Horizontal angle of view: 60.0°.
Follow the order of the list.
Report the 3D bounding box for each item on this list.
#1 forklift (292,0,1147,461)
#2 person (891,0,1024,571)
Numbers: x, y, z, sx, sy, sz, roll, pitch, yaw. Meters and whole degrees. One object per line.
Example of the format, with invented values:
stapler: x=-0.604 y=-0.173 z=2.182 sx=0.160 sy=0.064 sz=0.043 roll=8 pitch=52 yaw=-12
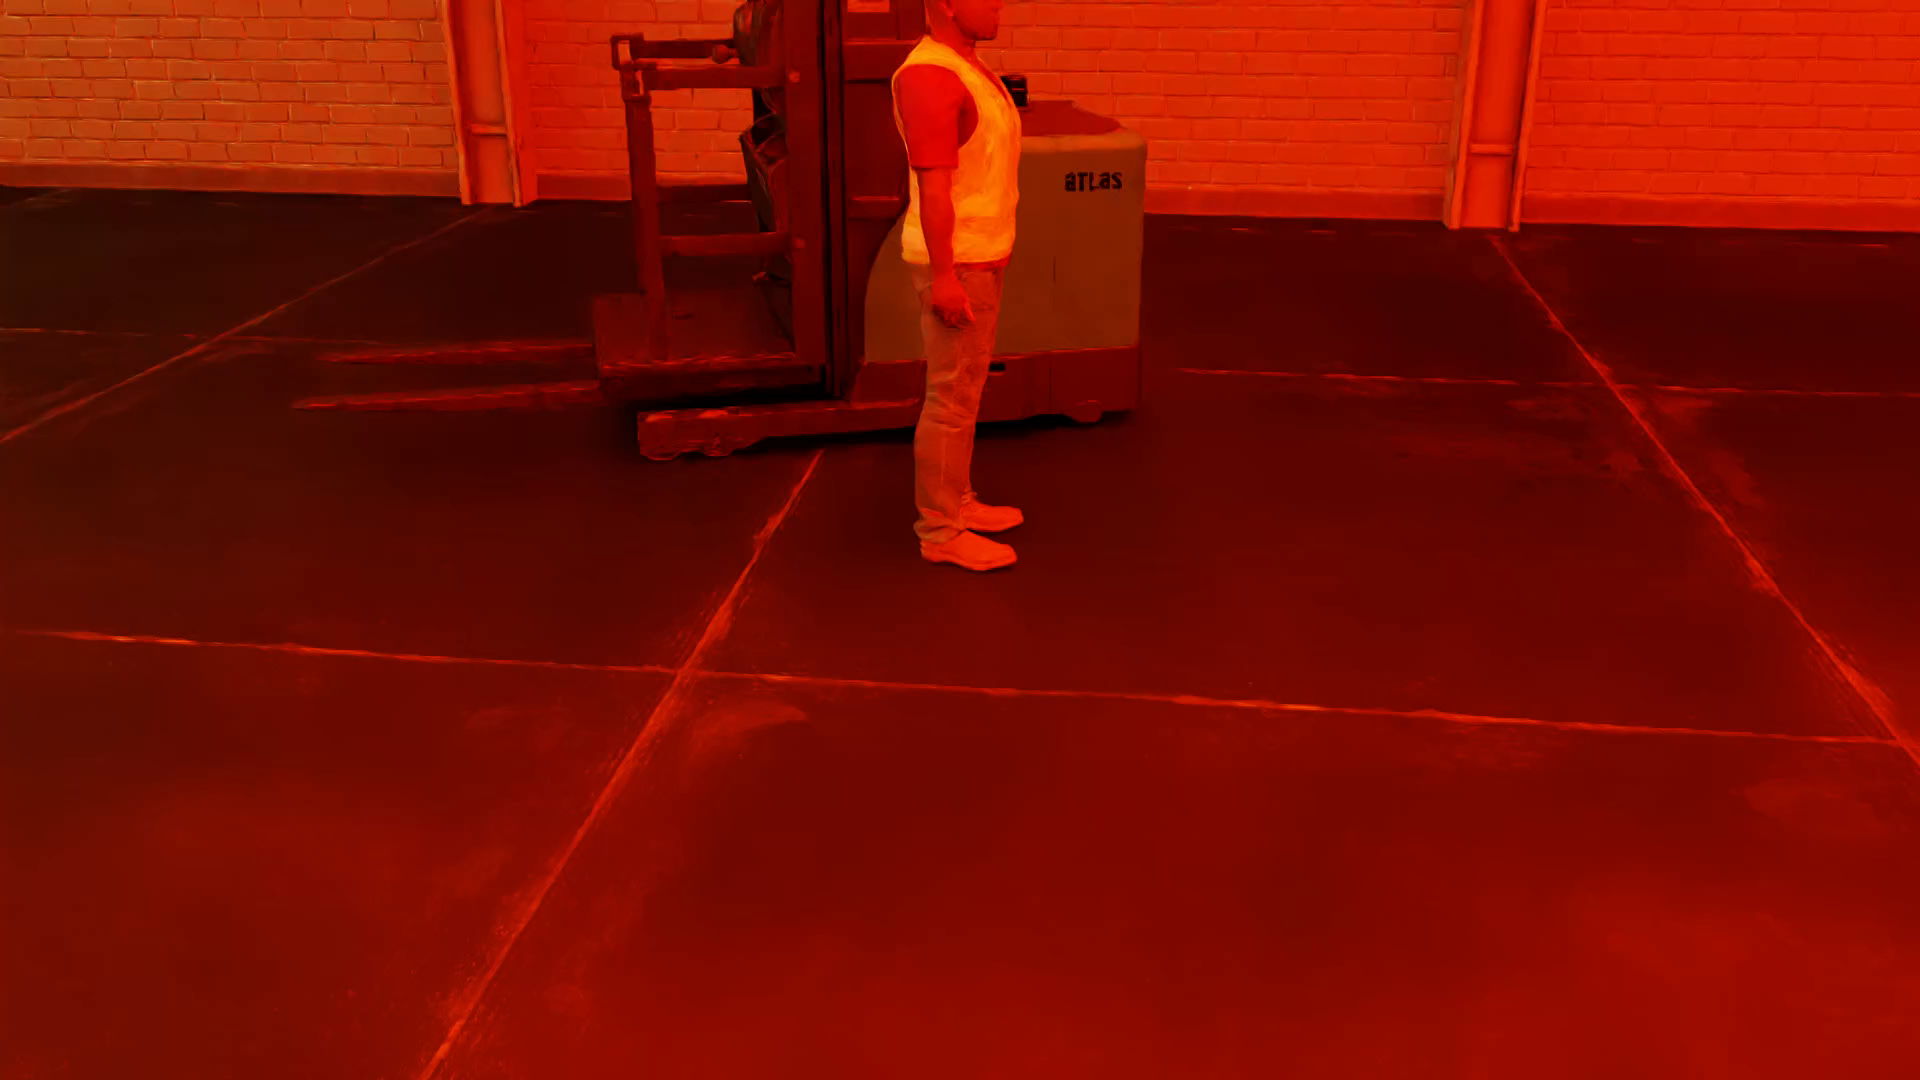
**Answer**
forklift: x=-0.891 y=-1.854 z=5.857 sx=3.031 sy=2.935 sz=1.130 roll=-5 pitch=22 yaw=-12
person: x=0.013 y=-0.820 z=4.847 sx=0.367 sy=1.771 sz=0.559 roll=3 pitch=22 yaw=7
